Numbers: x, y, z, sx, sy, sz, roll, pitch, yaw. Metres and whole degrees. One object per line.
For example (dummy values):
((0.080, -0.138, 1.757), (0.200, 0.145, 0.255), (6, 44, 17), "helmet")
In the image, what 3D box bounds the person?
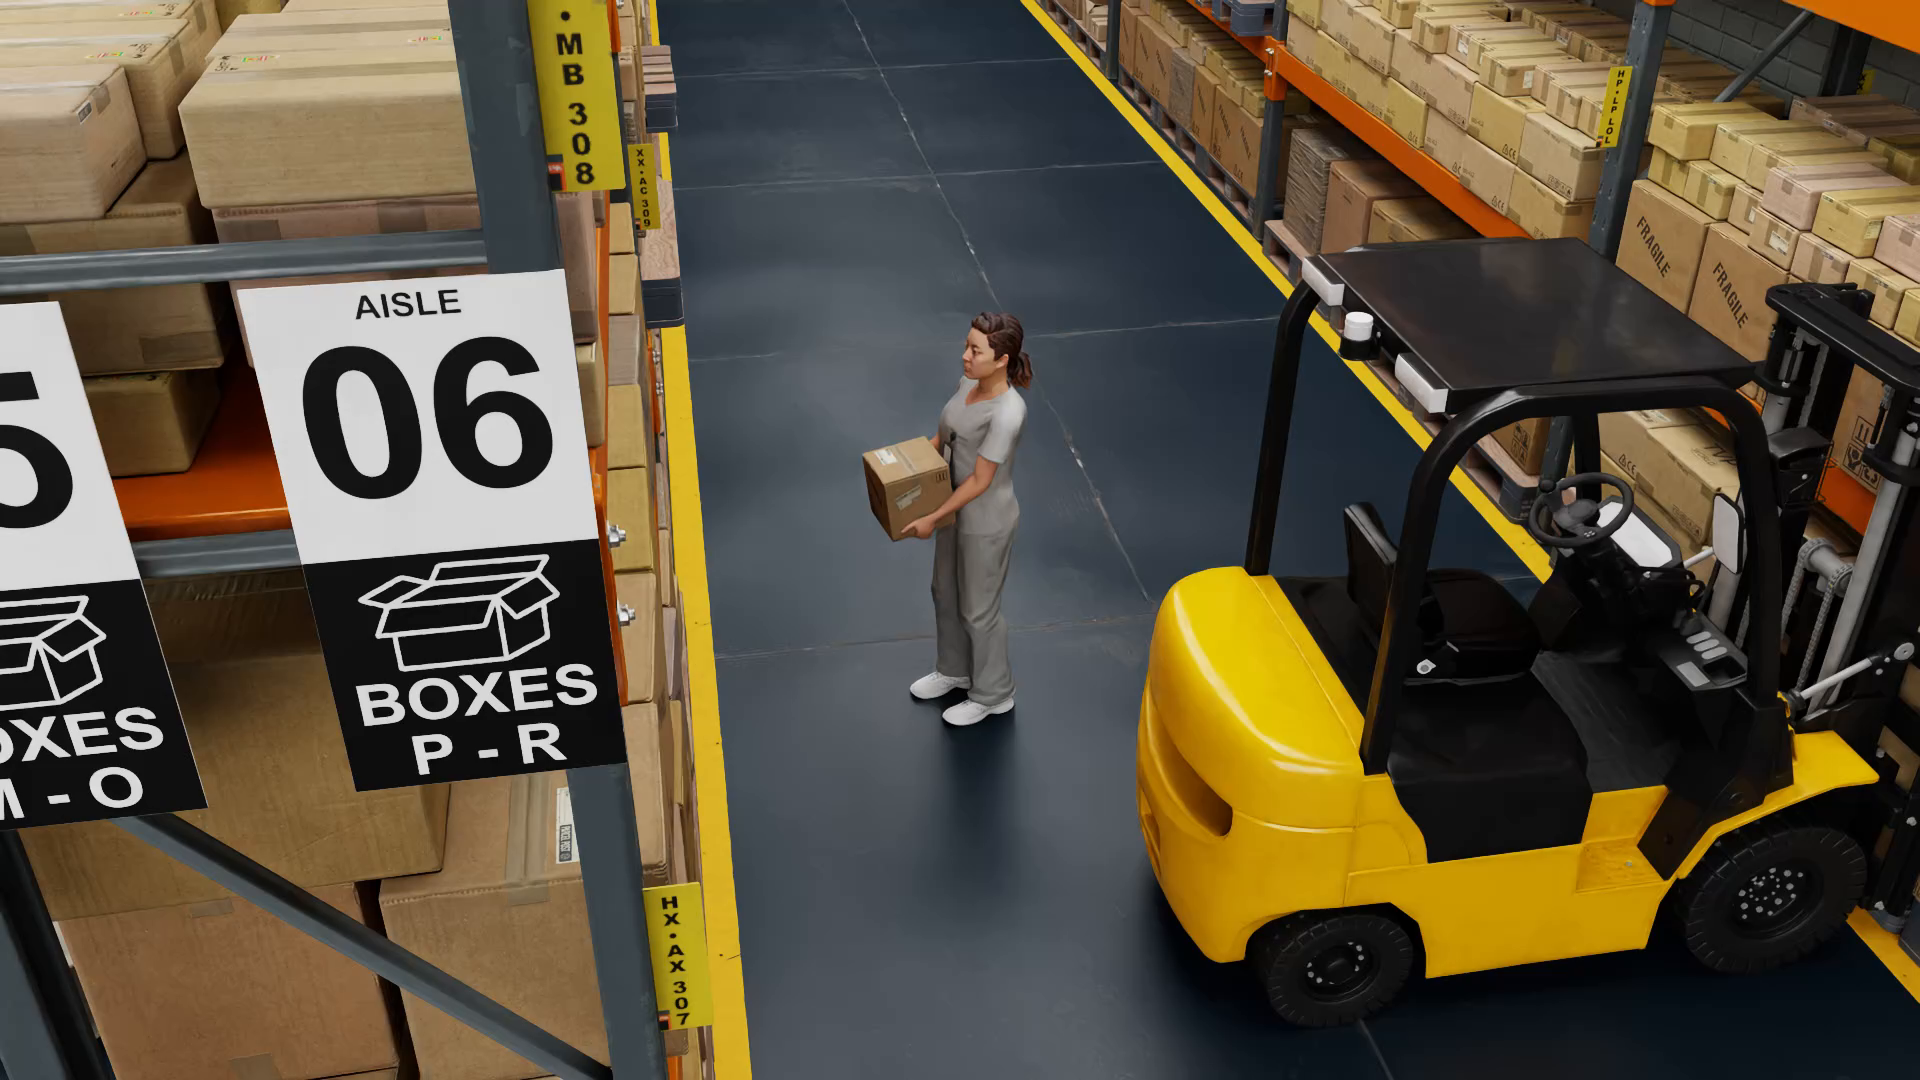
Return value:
((0.000, -0.066, 6.257), (0.556, 1.665, 0.436), (-11, 33, -18), "person")
